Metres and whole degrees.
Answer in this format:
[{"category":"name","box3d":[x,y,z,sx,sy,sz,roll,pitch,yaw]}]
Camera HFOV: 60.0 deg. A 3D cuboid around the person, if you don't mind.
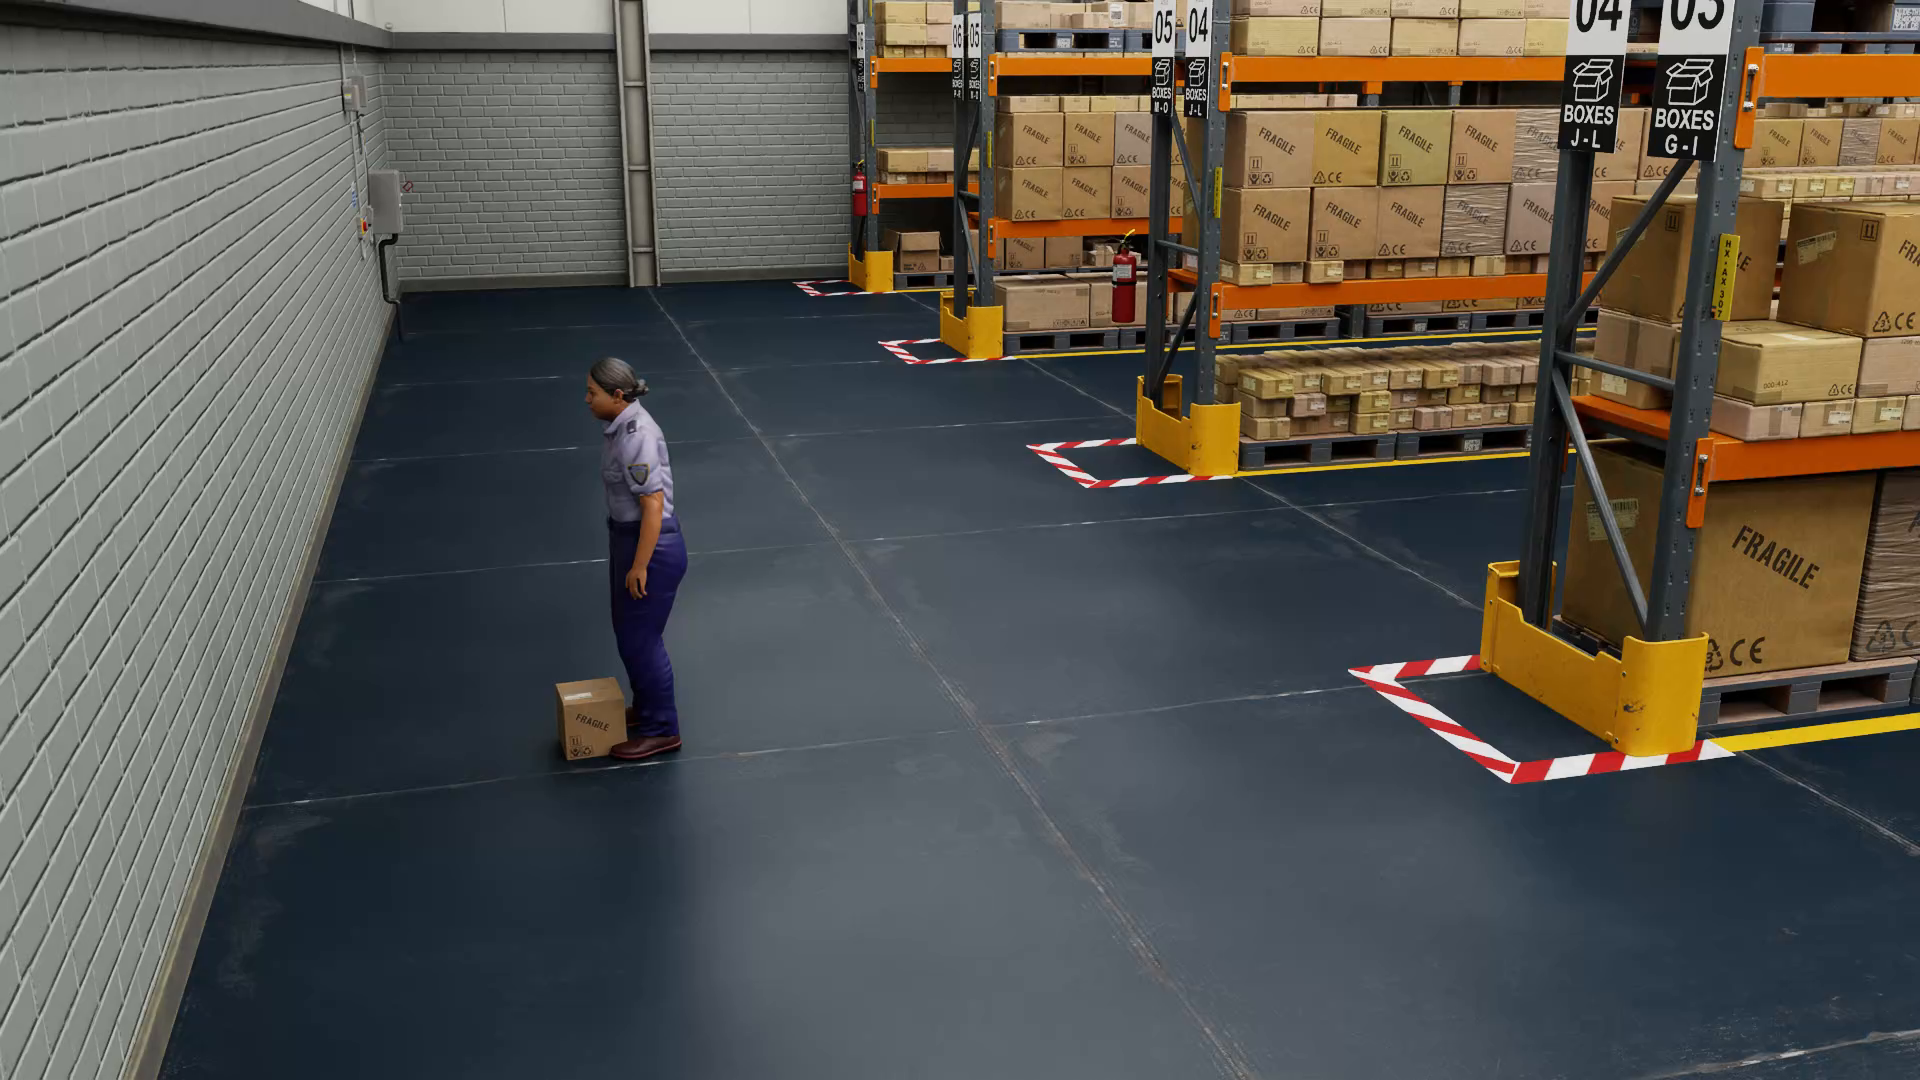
[{"category":"person","box3d":[-1.320,0.056,6.852,0.367,1.651,0.547,-5,17,-16]}]
